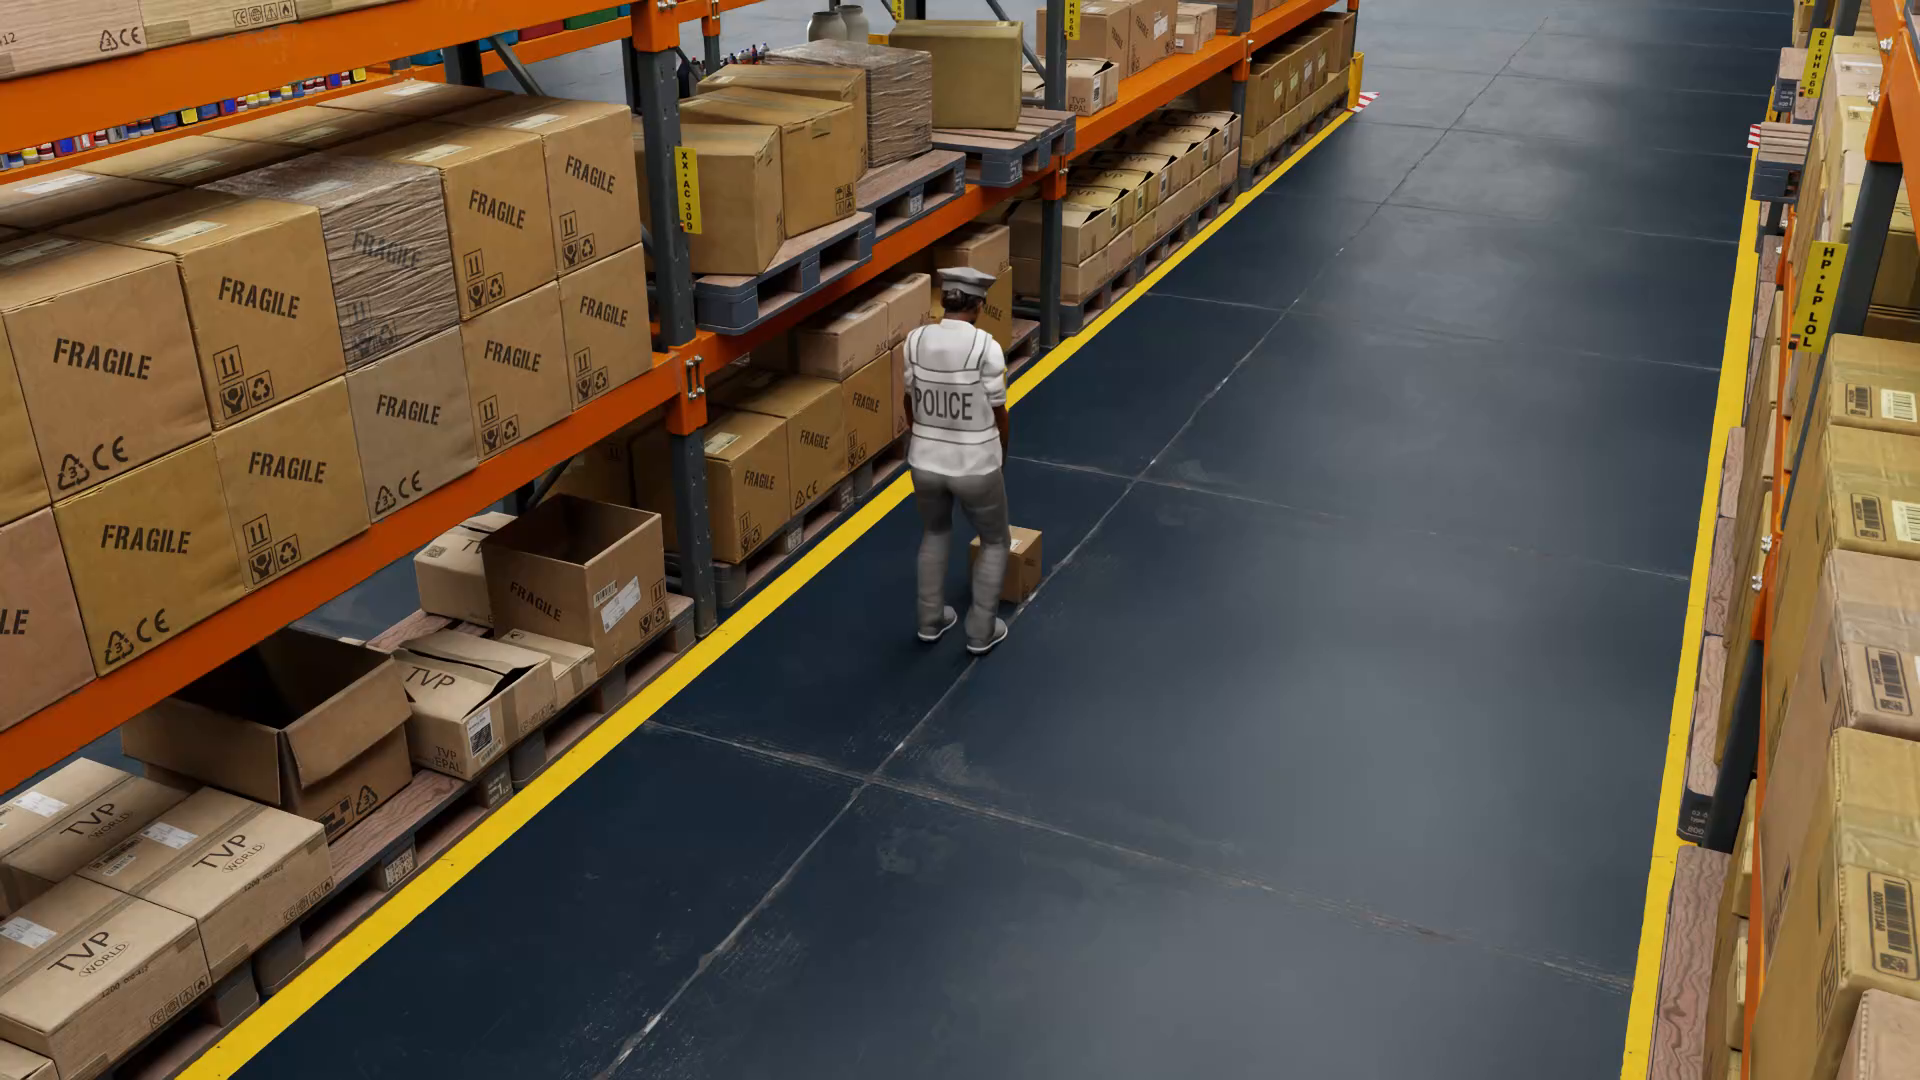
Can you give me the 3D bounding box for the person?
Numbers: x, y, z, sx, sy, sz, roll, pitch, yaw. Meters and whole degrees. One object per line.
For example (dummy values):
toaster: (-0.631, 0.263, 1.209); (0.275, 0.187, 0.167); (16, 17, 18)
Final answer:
person: (-0.017, -0.316, 6.823); (0.461, 1.615, 0.460); (11, 28, 21)
